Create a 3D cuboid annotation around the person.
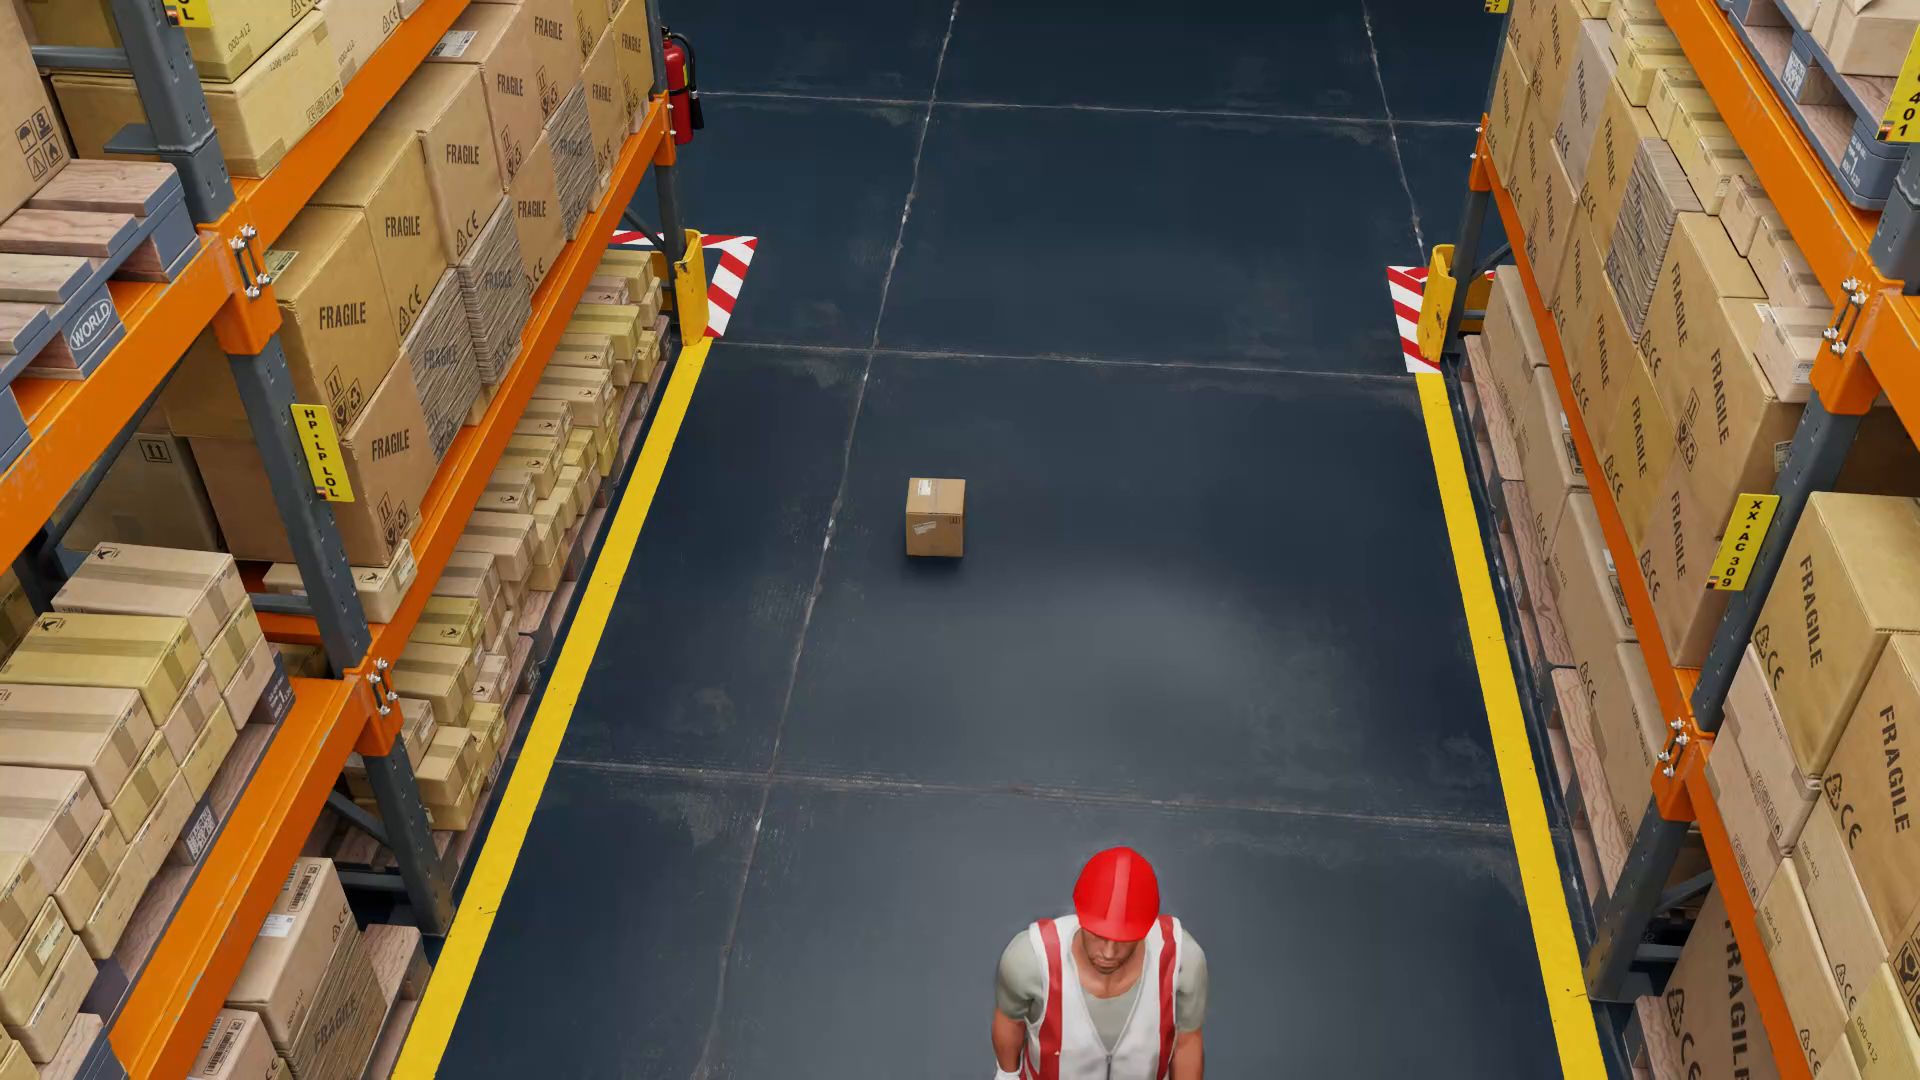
[{"bbox_3d":[0.362,1.491,4.320,0.530,1.812,0.466,-4,40,-5],"label":"person"}]
